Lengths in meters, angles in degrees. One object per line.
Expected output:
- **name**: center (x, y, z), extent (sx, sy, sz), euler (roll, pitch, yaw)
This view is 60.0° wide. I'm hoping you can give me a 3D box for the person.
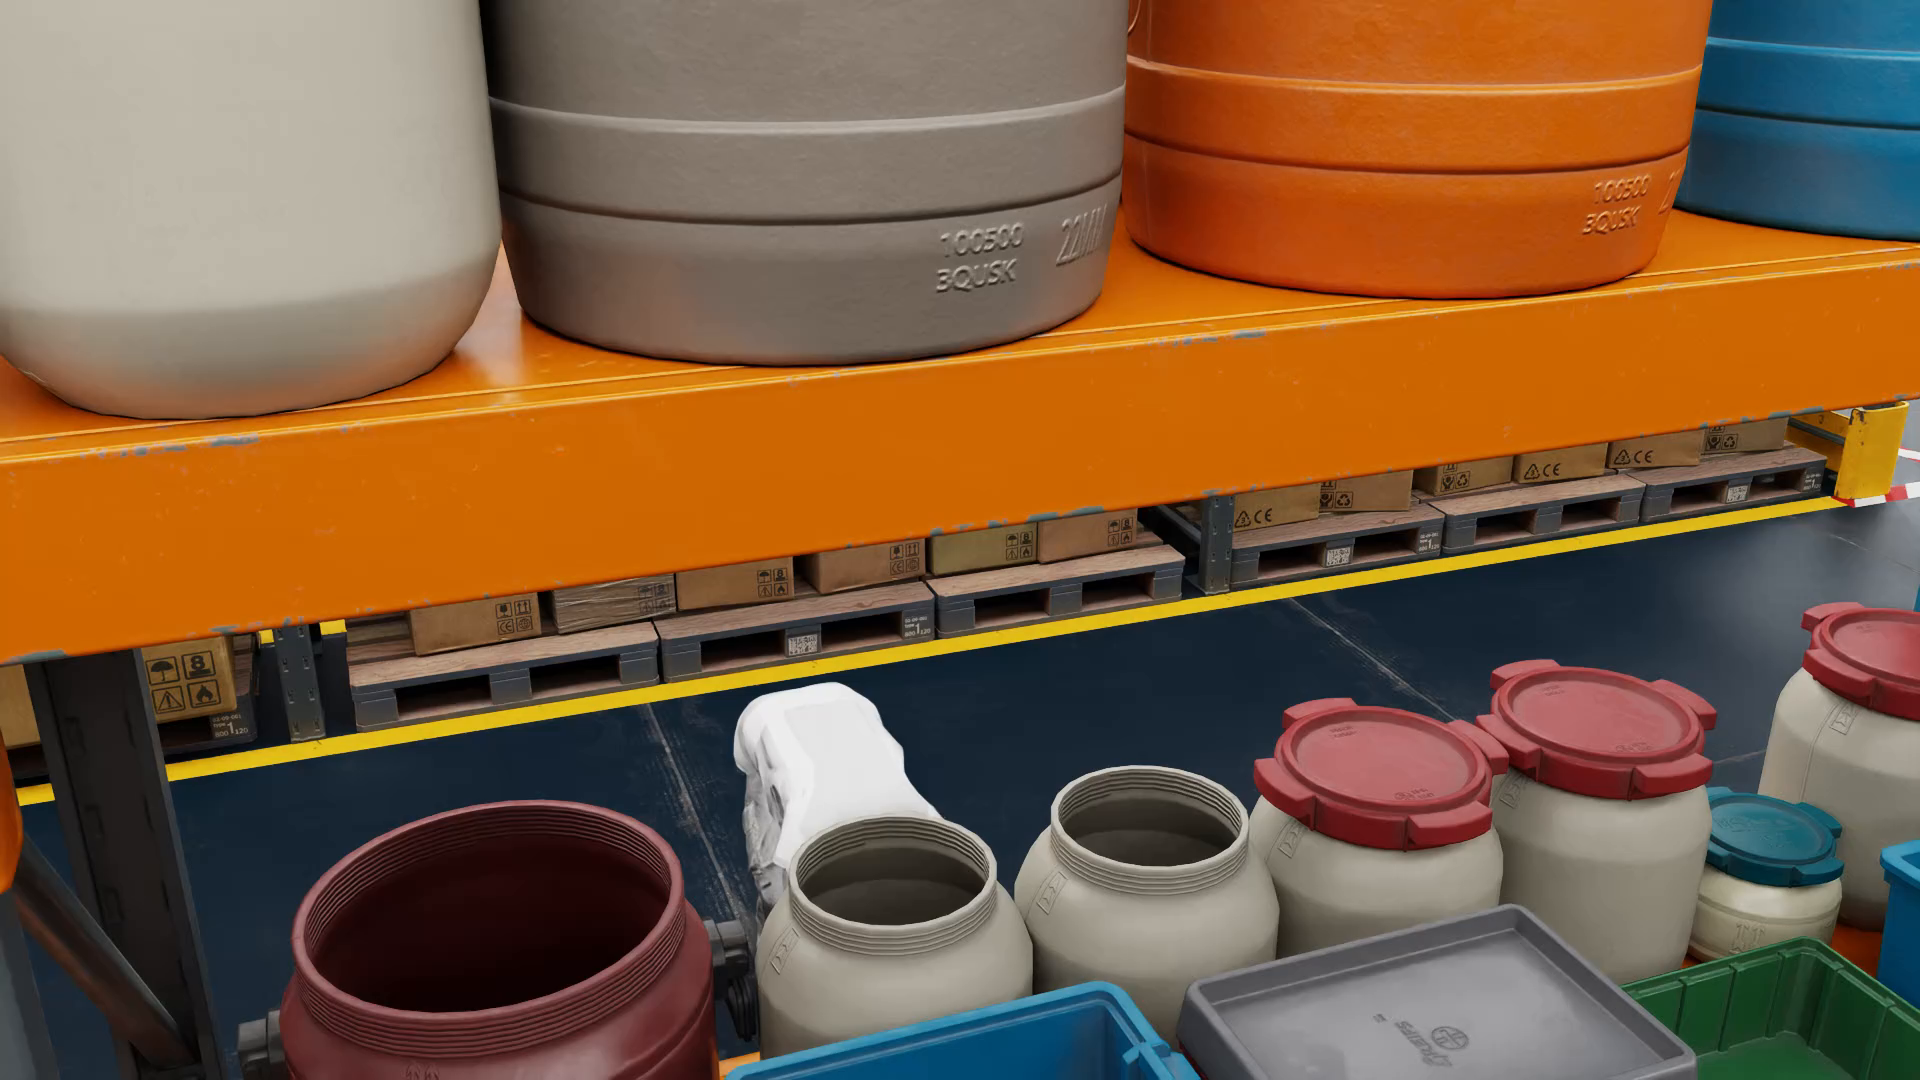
- **person**: center (-0.330, 0.962, 4.821), extent (0.524, 0.945, 0.982), euler (-9, 24, -22)
